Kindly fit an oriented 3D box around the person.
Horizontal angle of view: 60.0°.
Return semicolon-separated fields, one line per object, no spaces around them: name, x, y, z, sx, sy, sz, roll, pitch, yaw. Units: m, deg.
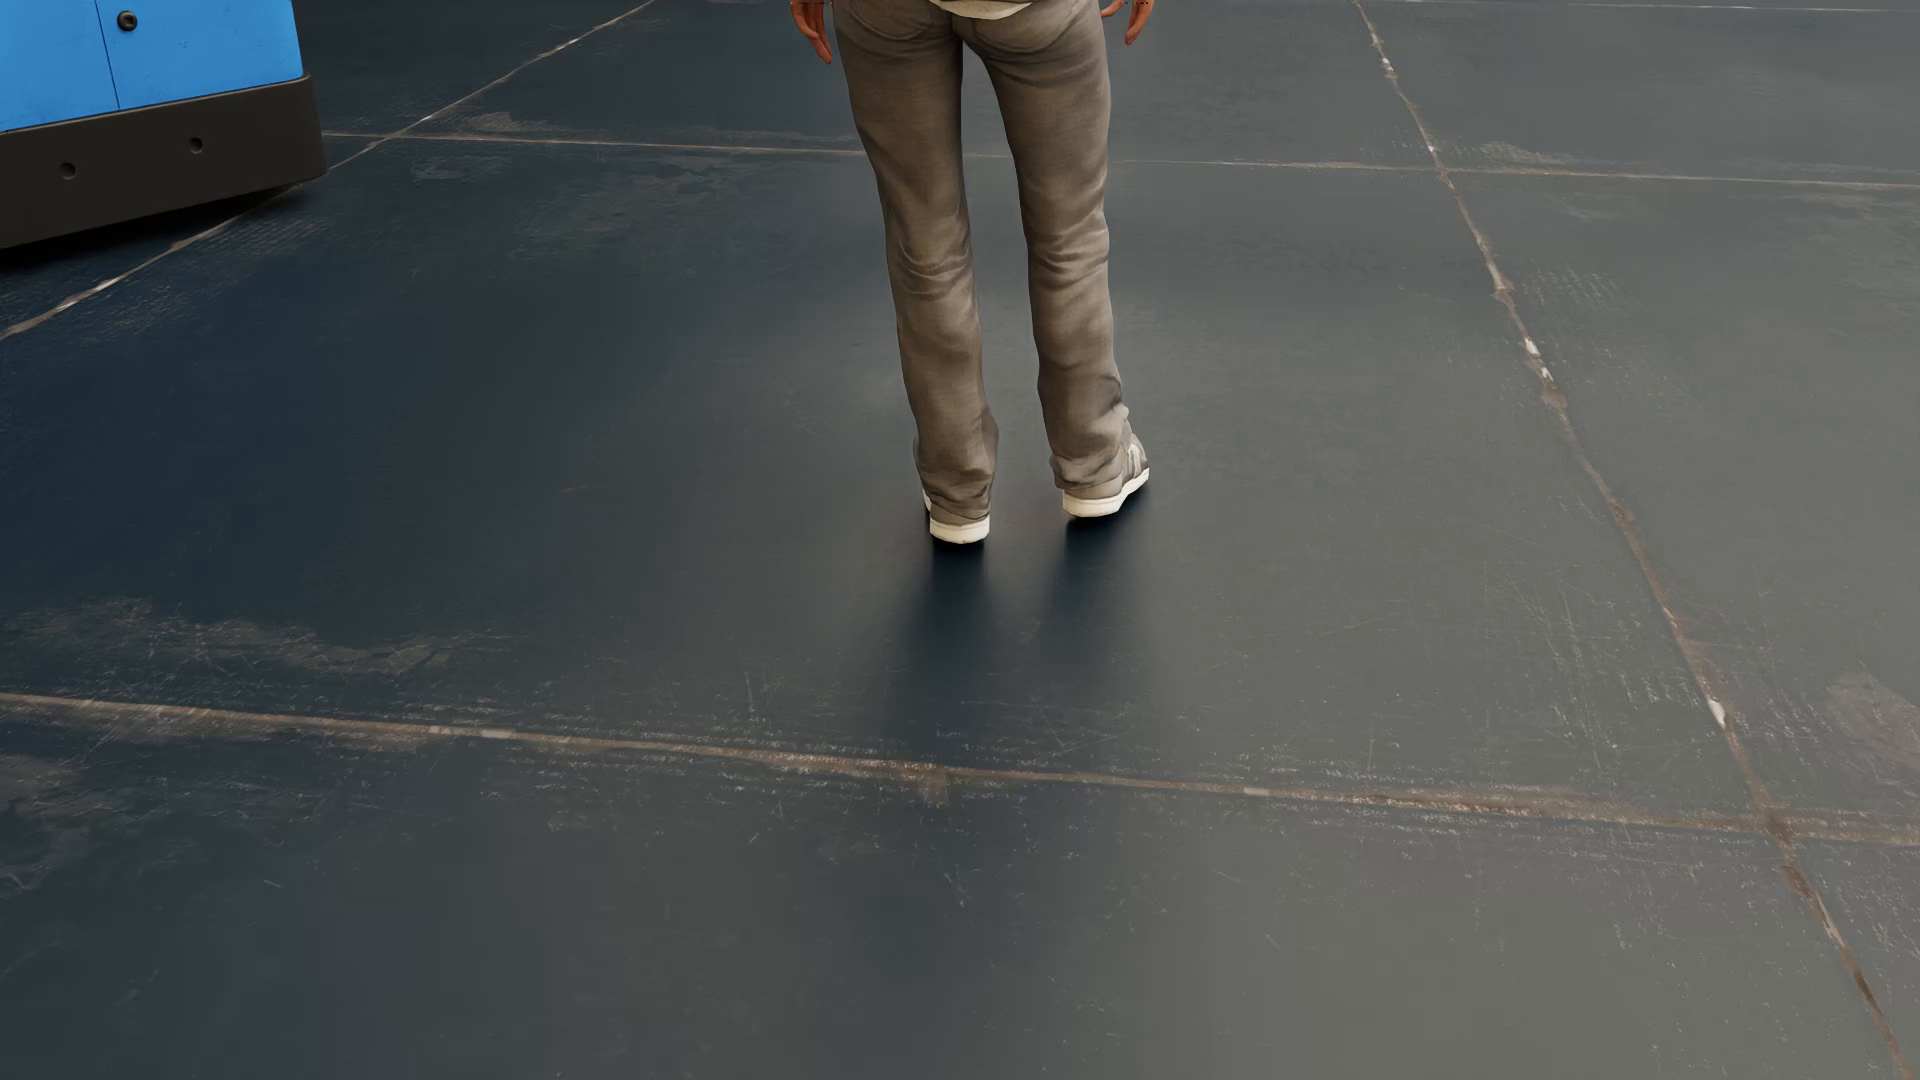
person;0.023;-0.753;2.205;0.521;1.599;0.473;3;27;7

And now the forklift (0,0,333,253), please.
forklift;-3.056;-2.396;4.019;3.031;2.935;1.130;19;32;33
